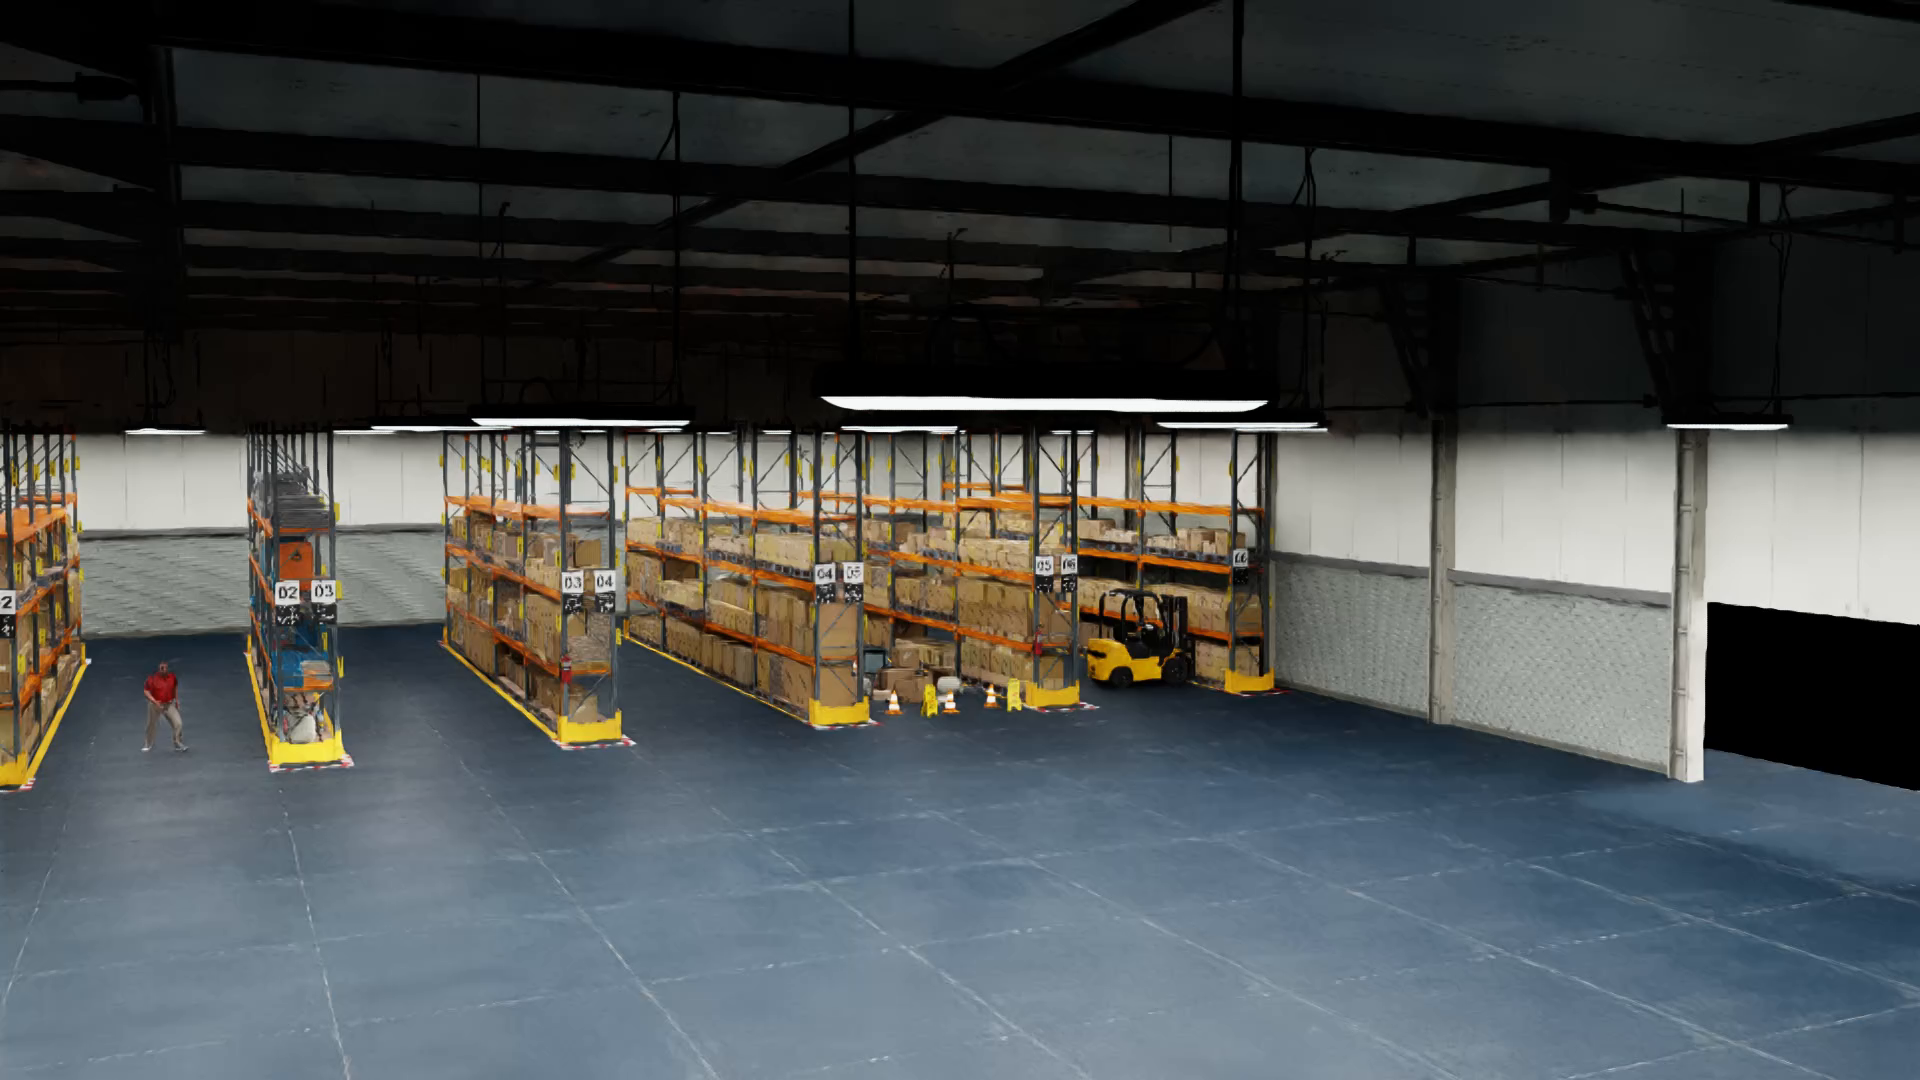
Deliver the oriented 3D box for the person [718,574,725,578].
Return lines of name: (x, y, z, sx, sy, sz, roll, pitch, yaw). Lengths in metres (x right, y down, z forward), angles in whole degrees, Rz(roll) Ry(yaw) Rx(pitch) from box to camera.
person: (-6.796, 1.863, 47.296, 0.574, 1.785, 0.664, 0, 4, 0)

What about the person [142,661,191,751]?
person: (-14.452, 3.000, 30.154, 0.701, 1.660, 0.857, -3, 5, -41)
